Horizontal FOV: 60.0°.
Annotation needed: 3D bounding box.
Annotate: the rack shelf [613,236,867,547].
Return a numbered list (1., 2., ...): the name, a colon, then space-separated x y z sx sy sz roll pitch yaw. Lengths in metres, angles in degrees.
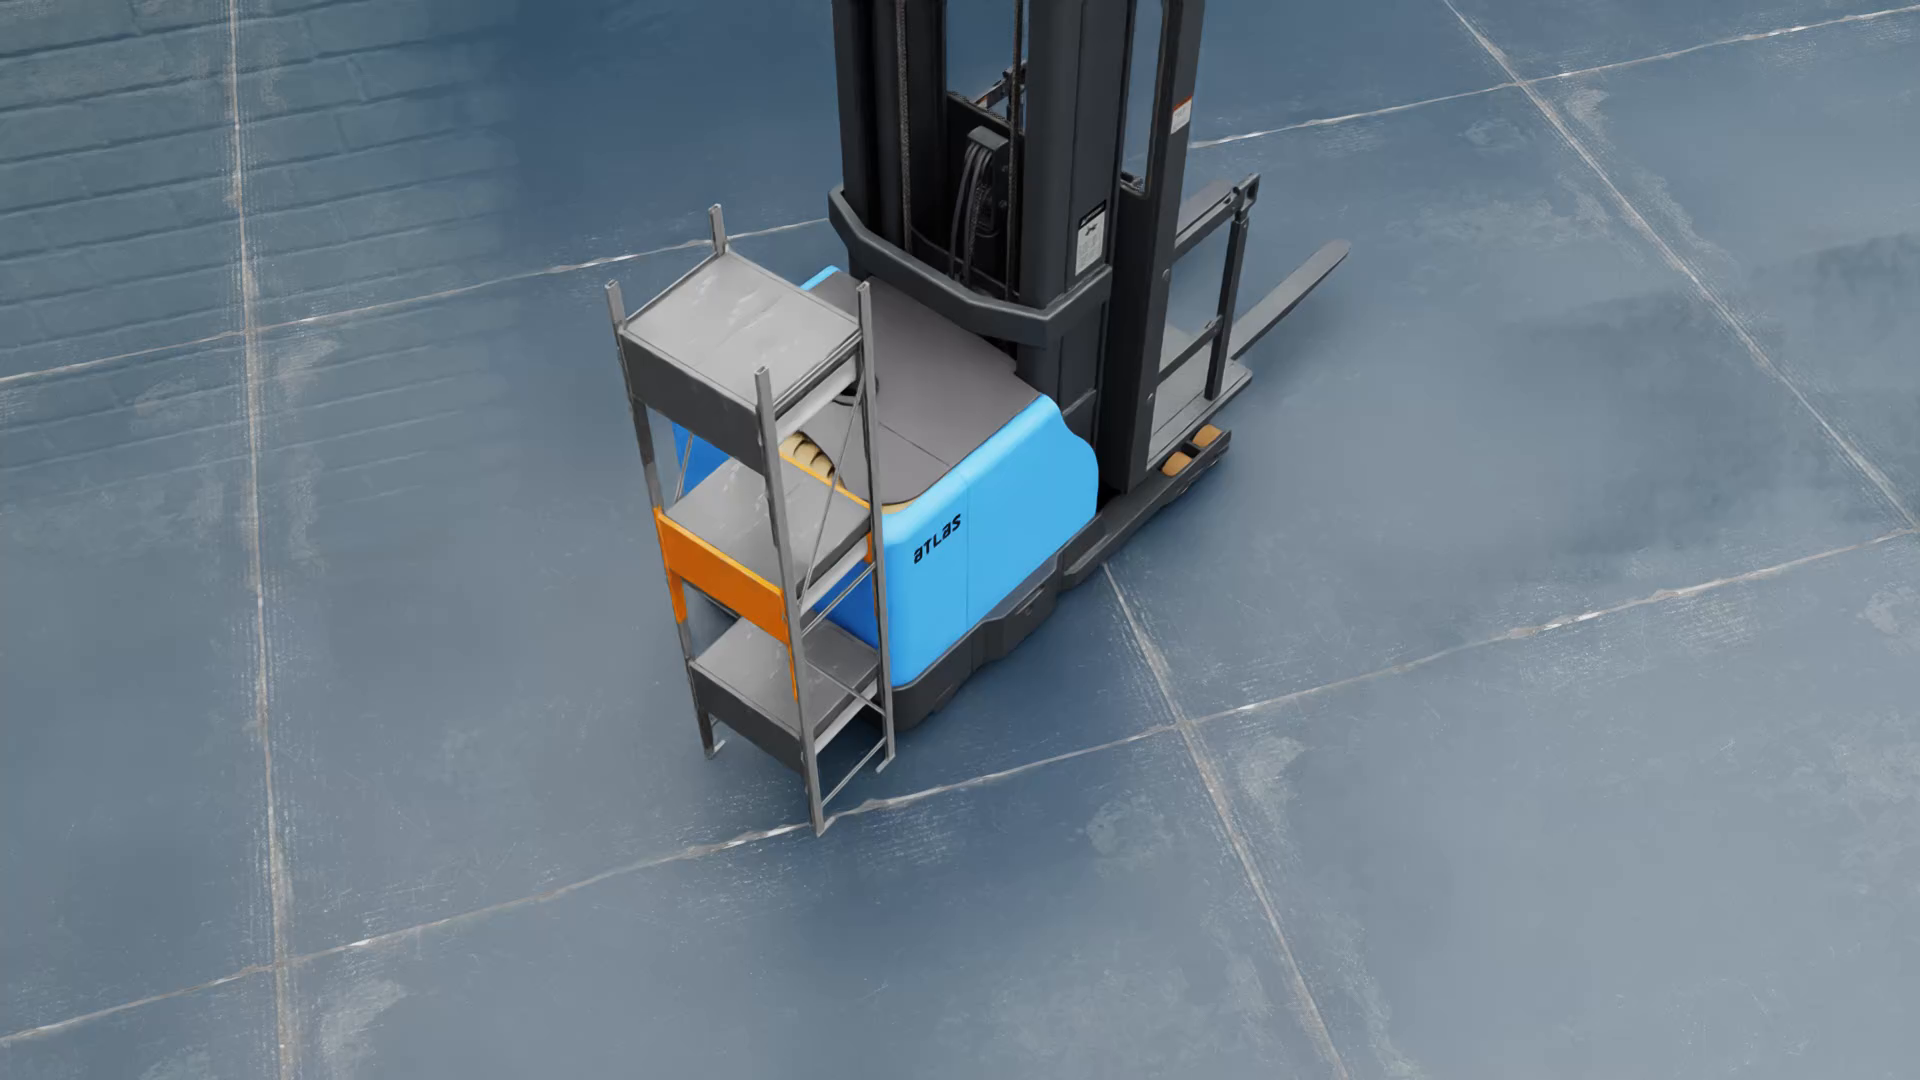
1. rack shelf: -0.540 -0.383 4.302 0.480 0.518 0.431 30 56 23

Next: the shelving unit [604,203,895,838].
1. shelving unit: -0.540 0.059 4.827 0.503 2.100 0.431 30 56 23

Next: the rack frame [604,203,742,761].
1. rack frame: -0.733 -0.055 4.923 0.015 2.100 0.400 30 56 23

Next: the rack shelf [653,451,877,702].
1. rack shelf: -0.540 0.068 4.837 0.480 0.518 0.431 30 56 23

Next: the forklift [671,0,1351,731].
1. forklift: 0.400 -1.351 5.472 1.130 2.935 3.031 34 58 25

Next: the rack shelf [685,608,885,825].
1. rack shelf: -0.540 0.519 5.372 0.480 0.518 0.431 30 56 23

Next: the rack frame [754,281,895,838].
1. rack frame: -0.347 0.173 4.731 0.015 2.100 0.400 30 56 23
